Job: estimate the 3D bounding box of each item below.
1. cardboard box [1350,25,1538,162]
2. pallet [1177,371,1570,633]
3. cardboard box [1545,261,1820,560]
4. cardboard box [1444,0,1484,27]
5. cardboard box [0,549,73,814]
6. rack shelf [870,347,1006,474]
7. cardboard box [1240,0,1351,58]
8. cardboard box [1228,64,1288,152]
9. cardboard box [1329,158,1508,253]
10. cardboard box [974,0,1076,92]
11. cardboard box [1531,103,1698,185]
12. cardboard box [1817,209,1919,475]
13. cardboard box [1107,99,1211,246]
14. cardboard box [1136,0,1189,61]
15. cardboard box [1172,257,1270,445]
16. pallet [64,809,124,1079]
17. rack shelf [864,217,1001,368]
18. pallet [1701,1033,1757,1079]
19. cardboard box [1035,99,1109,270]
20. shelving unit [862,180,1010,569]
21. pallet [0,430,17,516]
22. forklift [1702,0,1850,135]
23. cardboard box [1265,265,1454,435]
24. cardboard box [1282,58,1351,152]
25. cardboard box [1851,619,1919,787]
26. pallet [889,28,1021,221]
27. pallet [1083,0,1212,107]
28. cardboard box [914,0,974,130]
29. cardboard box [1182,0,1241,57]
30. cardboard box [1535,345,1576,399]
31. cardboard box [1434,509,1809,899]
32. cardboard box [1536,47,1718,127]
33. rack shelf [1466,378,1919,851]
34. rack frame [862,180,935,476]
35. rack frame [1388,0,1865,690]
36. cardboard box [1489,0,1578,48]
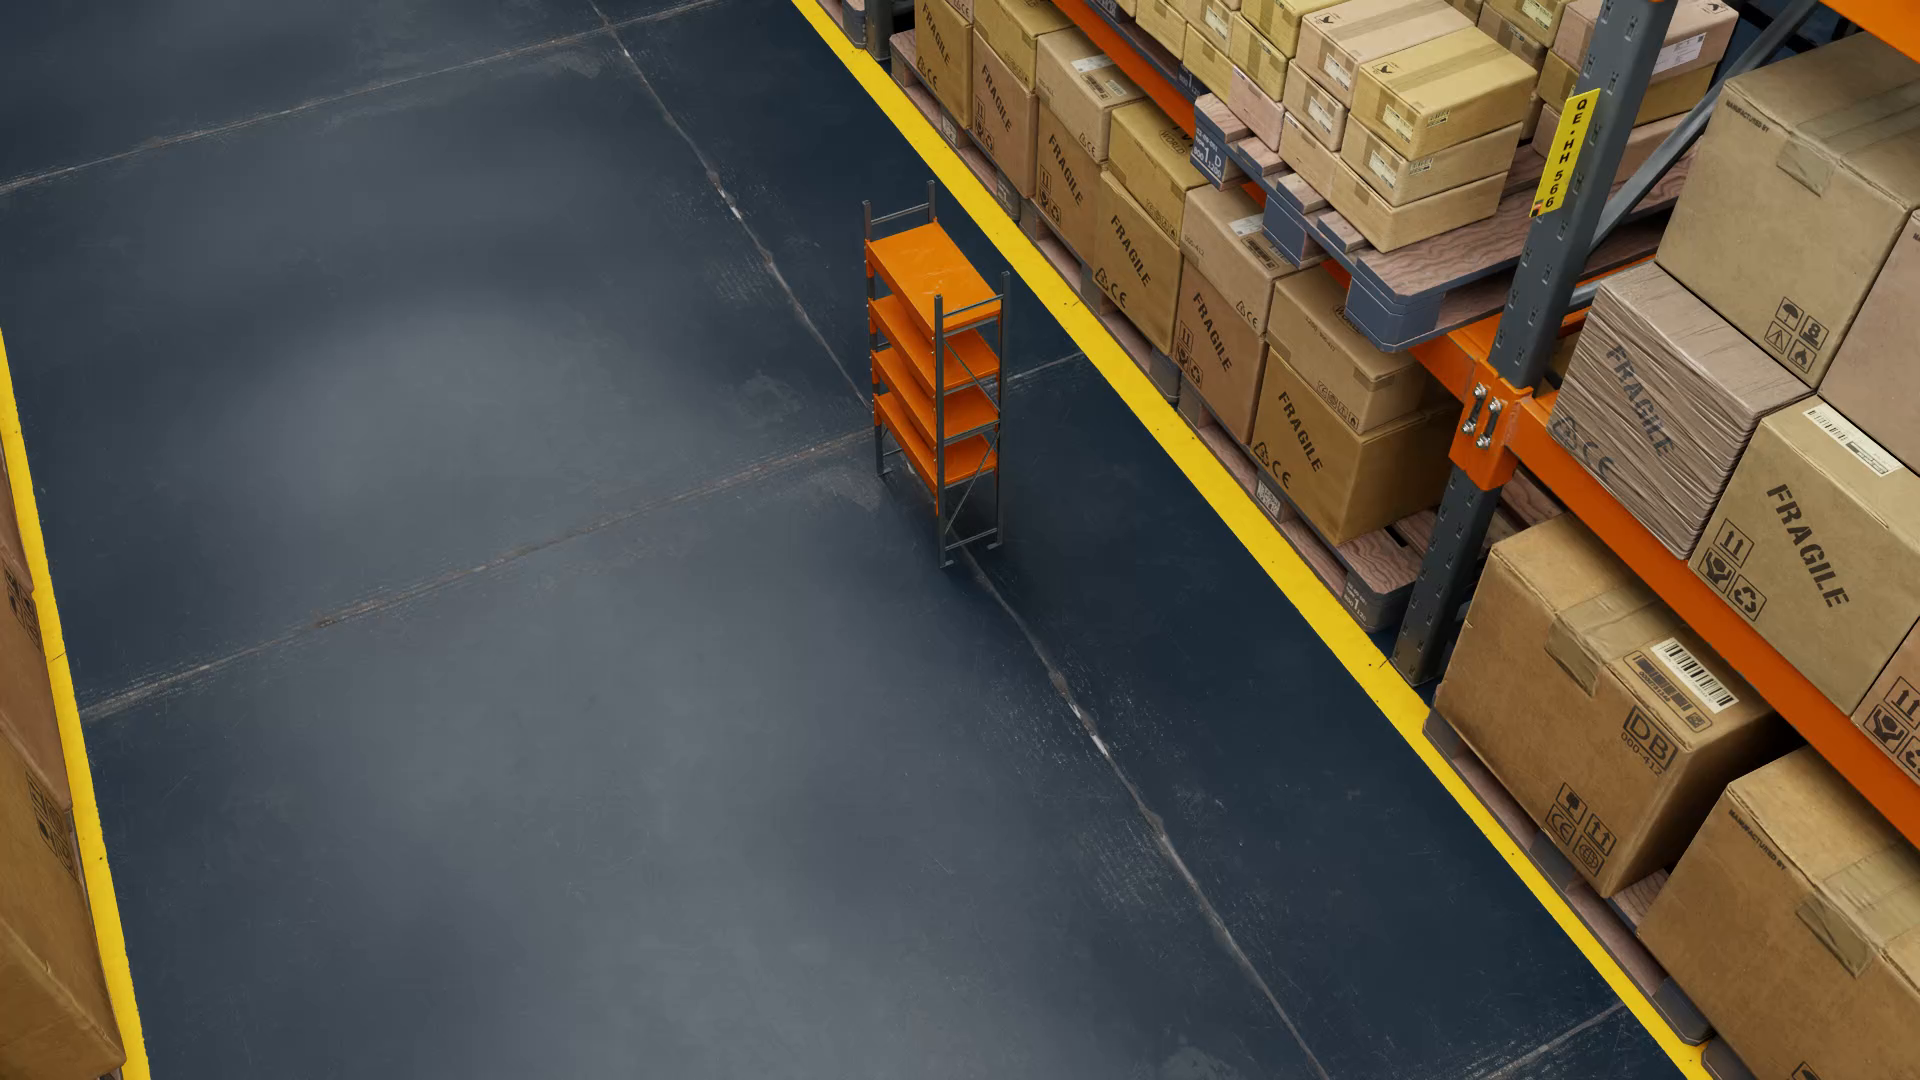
[{"bbox_3d":[1.233,-1.143,4.250,0.380,0.149,0.250,-23,53,-19],"label":"cardboard box"},{"bbox_3d":[1.509,-0.327,5.896,1.003,0.211,1.213,-21,52,-18],"label":"pallet"},{"bbox_3d":[1.831,-0.361,4.007,0.500,0.500,0.500,-21,52,-17],"label":"cardboard box"},{"bbox_3d":[1.572,-1.626,4.870,0.380,0.149,0.250,-23,53,-19],"label":"cardboard box"},{"bbox_3d":[-3.289,0.412,4.529,1.225,0.875,0.875,-21,52,-17],"label":"cardboard box"},{"bbox_3d":[-0.076,-0.462,5.446,0.258,0.148,0.480,-21,52,-18],"label":"rack shelf"},{"bbox_3d":[1.001,-1.487,4.551,0.380,0.149,0.250,-20,52,-16],"label":"cardboard box"},{"bbox_3d":[1.001,-1.288,4.772,0.380,0.149,0.250,-20,52,-17],"label":"cardboard box"},{"bbox_3d":[1.231,-0.949,4.475,0.380,0.149,0.250,-20,52,-17],"label":"cardboard box"},{"bbox_3d":[0.384,-2.020,6.407,0.500,0.250,0.500,-20,52,-17],"label":"cardboard box"},{"bbox_3d":[1.840,-1.146,4.648,0.380,0.149,0.250,-22,52,-18],"label":"cardboard box"},{"bbox_3d":[2.295,-0.442,3.413,0.700,0.500,0.500,-22,52,-18],"label":"cardboard box"},{"bbox_3d":[0.860,-1.331,5.805,0.500,0.250,0.500,-20,52,-17],"label":"cardboard box"},{"bbox_3d":[0.766,-1.636,5.076,0.380,0.149,0.250,-23,53,-19],"label":"cardboard box"},{"bbox_3d":[1.098,-0.736,5.783,0.500,0.500,0.500,-19,52,-16],"label":"cardboard box"},{"bbox_3d":[-2.885,1.283,4.487,1.003,0.211,1.213,-21,52,-18],"label":"pallet"},{"bbox_3d":[-0.076,-0.764,5.099,0.258,0.148,0.480,-21,52,-18],"label":"rack shelf"},{"bbox_3d":[2.713,1.565,4.241,1.003,0.211,1.213,-21,52,-18],"label":"pallet"},{"bbox_3d":[0.633,-1.429,6.389,0.500,0.500,0.500,-20,52,-17],"label":"cardboard box"},{"bbox_3d":[-0.076,-0.506,5.395,0.258,1.200,0.503,-21,52,-18],"label":"shelving unit"},{"bbox_3d":[-4.001,-0.350,5.916,1.003,0.211,1.213,-21,52,-18],"label":"pallet"},{"bbox_3d":[2.758,-2.292,5.807,1.130,2.935,3.031,-22,52,-18],"label":"forklift"},{"bbox_3d":[1.319,-0.651,5.210,0.500,0.250,0.500,-22,52,-18],"label":"cardboard box"},{"bbox_3d":[1.111,-1.227,4.521,0.380,0.149,0.250,-19,52,-16],"label":"cardboard box"},{"bbox_3d":[2.296,0.316,3.415,0.500,0.500,0.500,-21,52,-18],"label":"cardboard box"},{"bbox_3d":[0.393,-1.960,7.324,1.003,0.211,1.213,-21,52,-18],"label":"pallet"},{"bbox_3d":[0.923,-1.969,5.607,1.003,0.211,1.213,-21,52,-18],"label":"pallet"},{"bbox_3d":[0.137,-2.128,7.000,0.500,0.500,0.500,-19,52,-16],"label":"cardboard box"},{"bbox_3d":[0.874,-1.570,4.821,0.380,0.149,0.250,-21,52,-17],"label":"cardboard box"},{"bbox_3d":[1.768,-0.598,5.662,0.500,0.500,0.500,-23,53,-19],"label":"cardboard box"},{"bbox_3d":[2.064,0.319,4.694,1.050,0.750,0.750,-22,52,-18],"label":"cardboard box"},{"bbox_3d":[1.823,-1.268,4.556,0.380,0.149,0.250,-19,52,-16],"label":"cardboard box"},{"bbox_3d":[2.781,0.854,3.489,1.077,0.370,4.000,-21,52,-18],"label":"rack shelf"},{"bbox_3d":[-0.187,-0.669,5.538,0.240,1.200,0.015,-21,52,-18],"label":"rack frame"},{"bbox_3d":[1.865,-0.722,4.389,1.000,3.000,0.127,-21,52,-18],"label":"rack frame"},{"bbox_3d":[1.701,-1.528,4.586,0.380,0.149,0.250,-22,53,-18],"label":"cardboard box"}]
